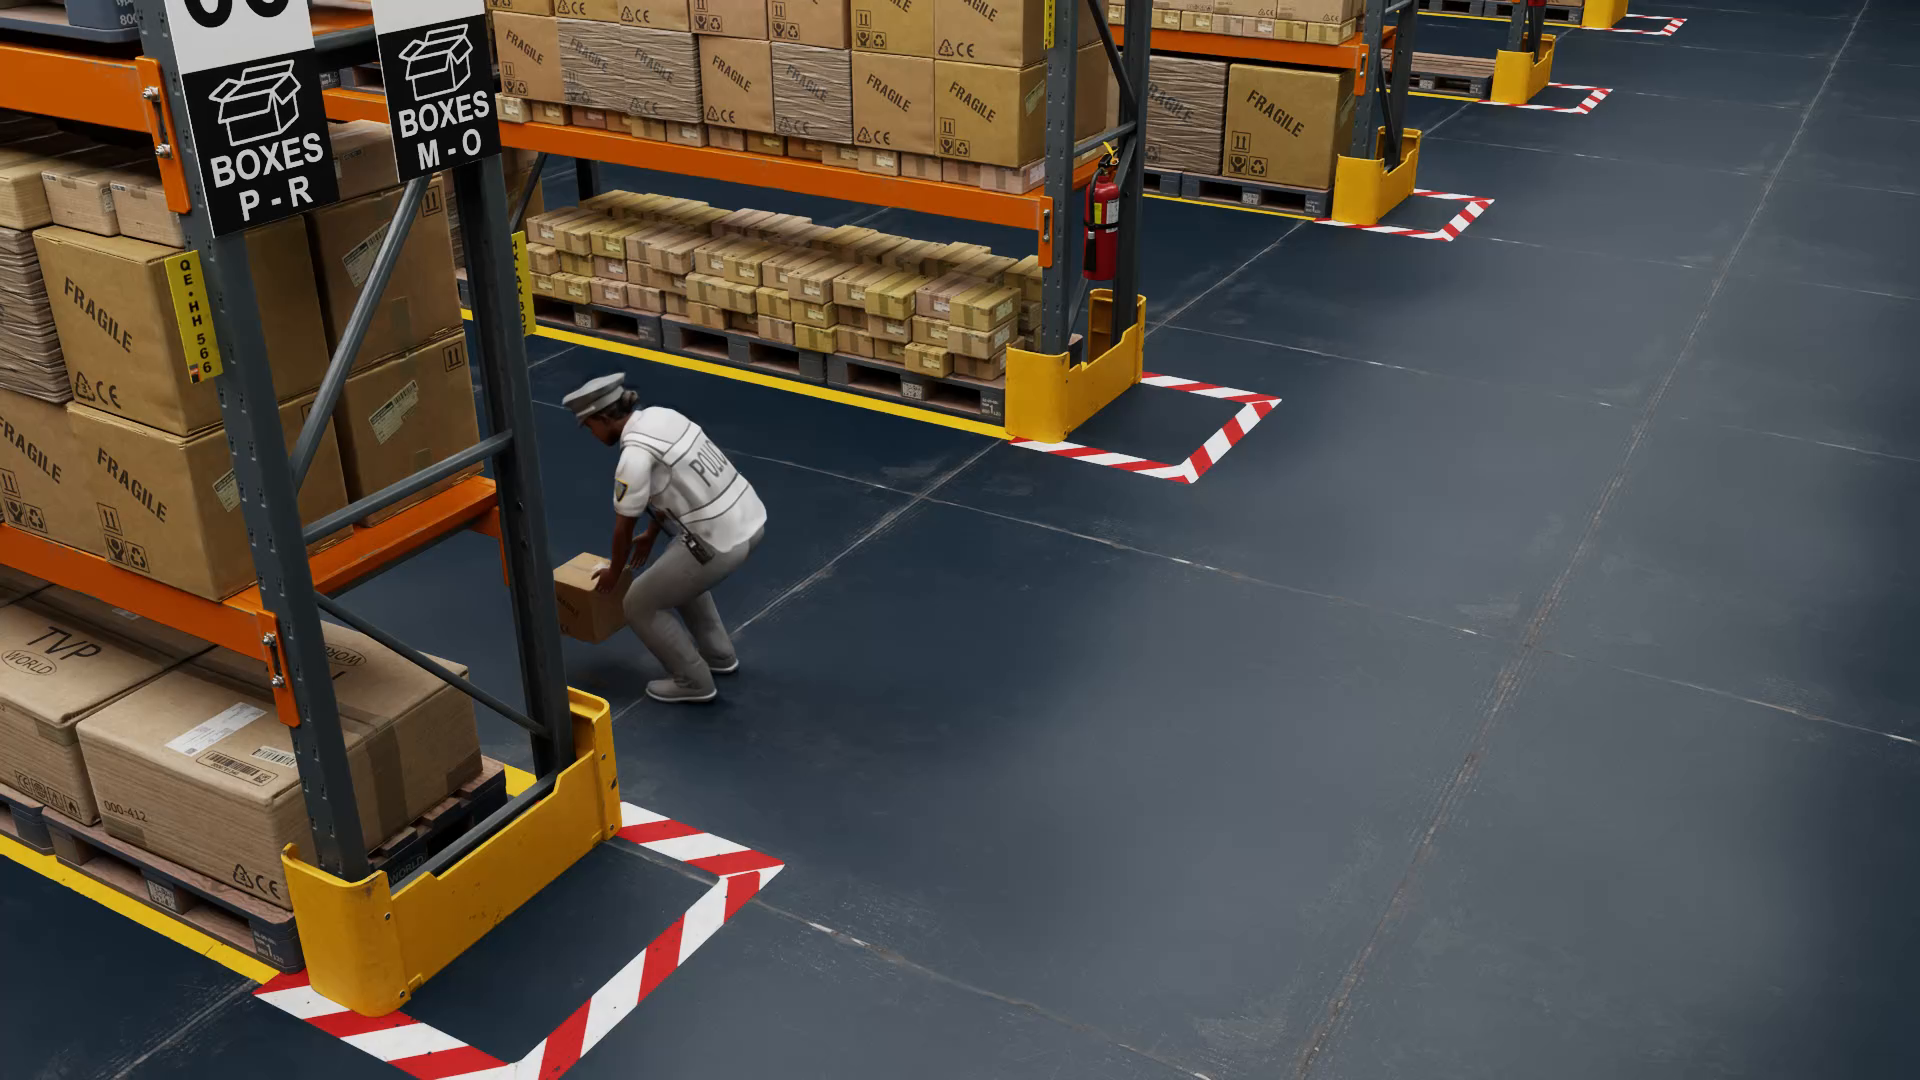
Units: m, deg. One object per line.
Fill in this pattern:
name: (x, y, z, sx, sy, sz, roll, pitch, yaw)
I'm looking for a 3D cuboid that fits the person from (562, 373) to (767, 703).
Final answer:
person: (-1.134, -0.001, 6.496, 0.739, 1.333, 0.486, 7, 27, 13)
